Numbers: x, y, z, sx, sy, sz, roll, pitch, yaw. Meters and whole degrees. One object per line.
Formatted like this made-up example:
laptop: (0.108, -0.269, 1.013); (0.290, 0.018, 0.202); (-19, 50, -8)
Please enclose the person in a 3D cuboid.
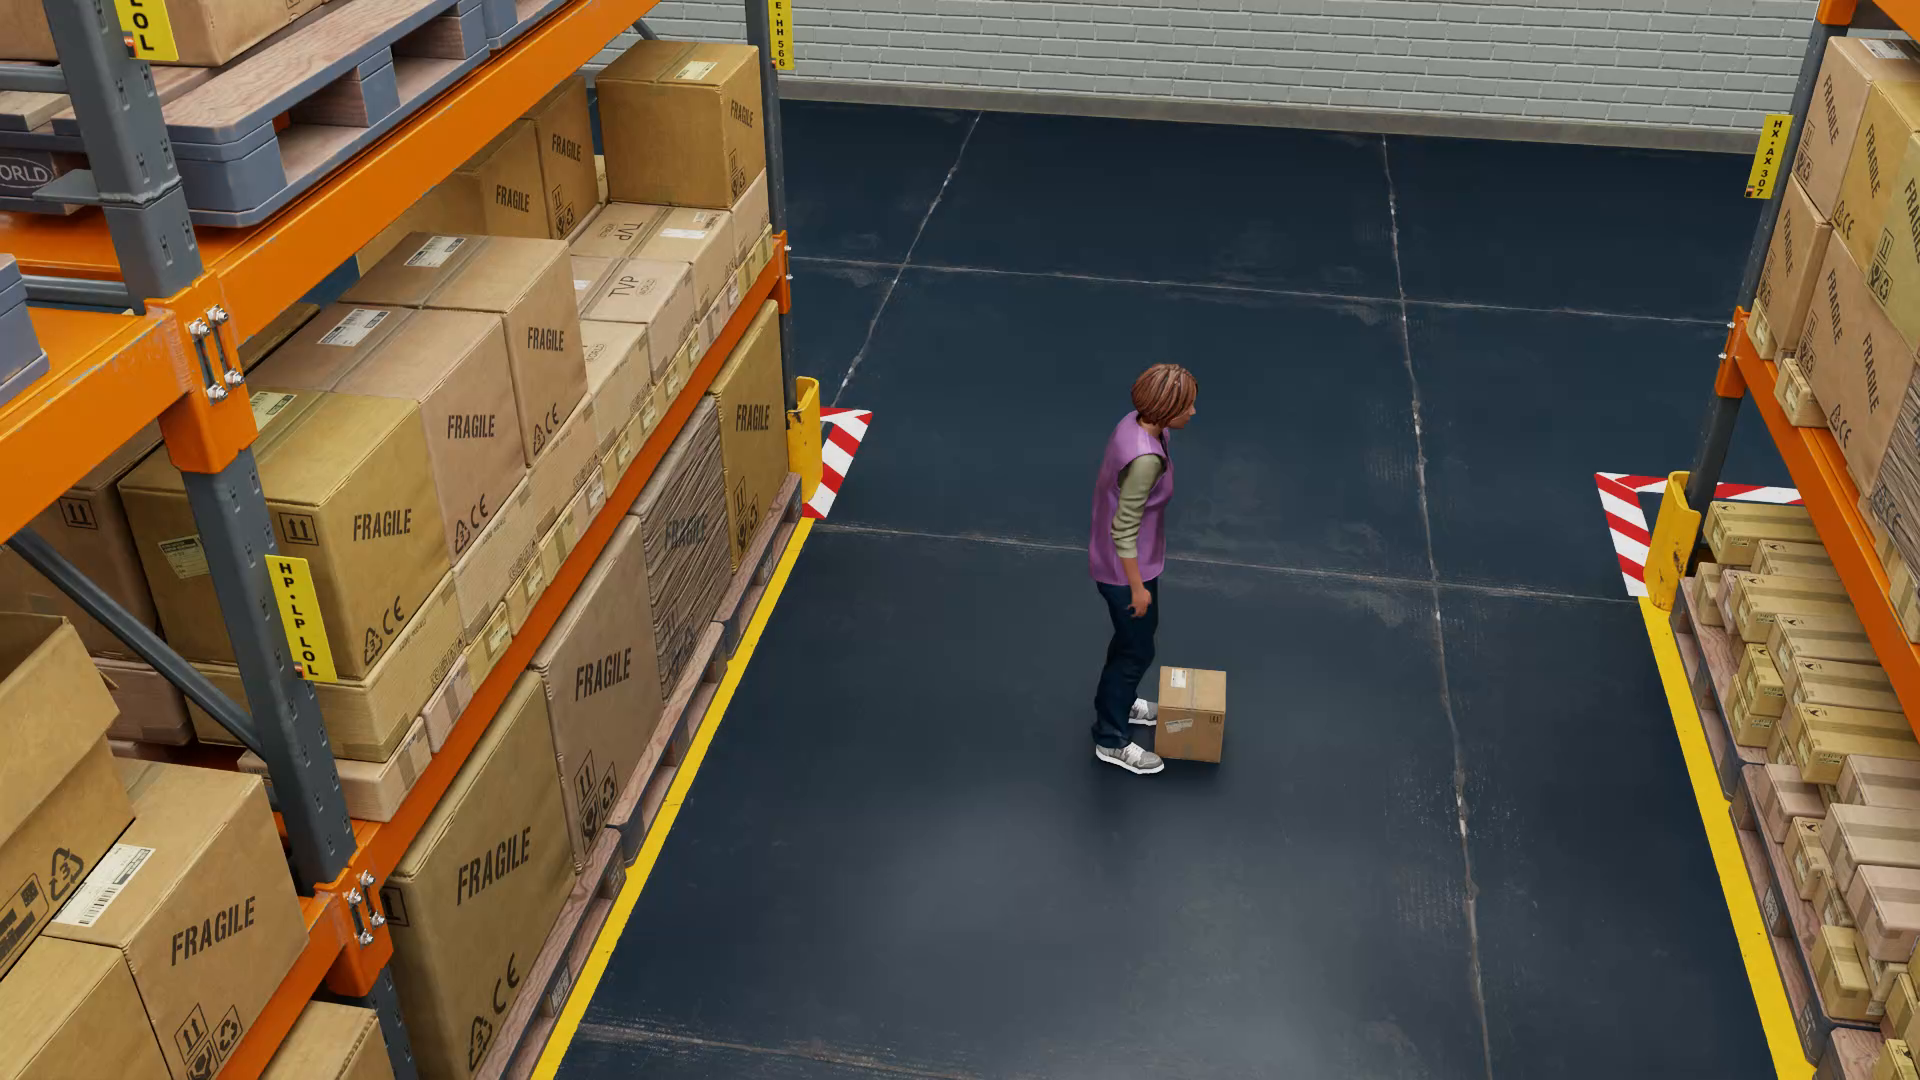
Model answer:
person: (0.633, 0.088, 6.014); (0.345, 1.591, 0.460); (5, 33, 7)
